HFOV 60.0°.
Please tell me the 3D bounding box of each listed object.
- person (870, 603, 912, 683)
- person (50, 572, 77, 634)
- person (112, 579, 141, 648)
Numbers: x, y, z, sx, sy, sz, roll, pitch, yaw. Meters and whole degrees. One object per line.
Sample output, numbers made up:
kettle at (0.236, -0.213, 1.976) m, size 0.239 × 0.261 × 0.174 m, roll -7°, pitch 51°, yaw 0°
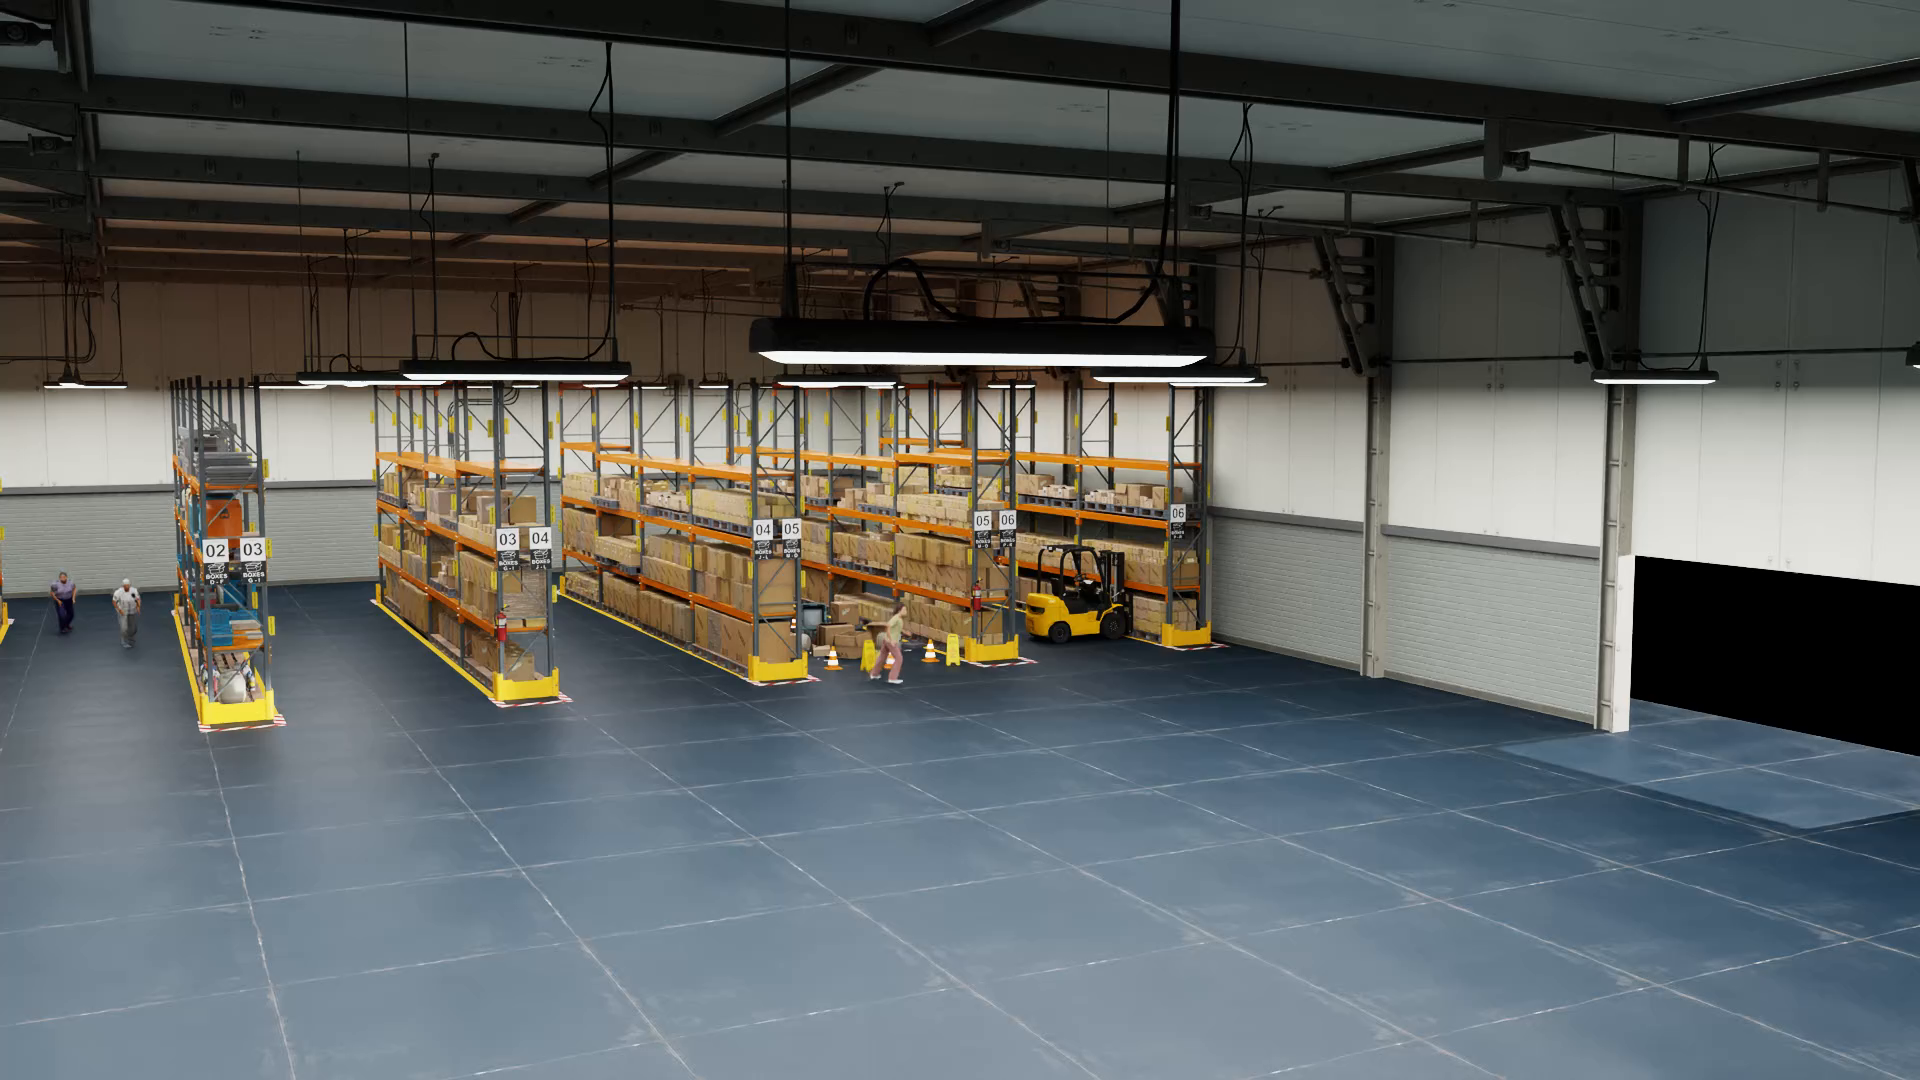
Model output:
person at (-1.366, 2.027, 32.805) m, size 0.838 × 1.595 × 0.640 m, roll 0°, pitch 5°, yaw -5°
person at (-21.297, 1.473, 39.515) m, size 0.826 × 1.485 × 0.643 m, roll 4°, pitch 7°, yaw 39°
person at (-18.717, 1.627, 37.353) m, size 0.853 × 1.562 × 0.608 m, roll 5°, pitch 7°, yaw 45°
